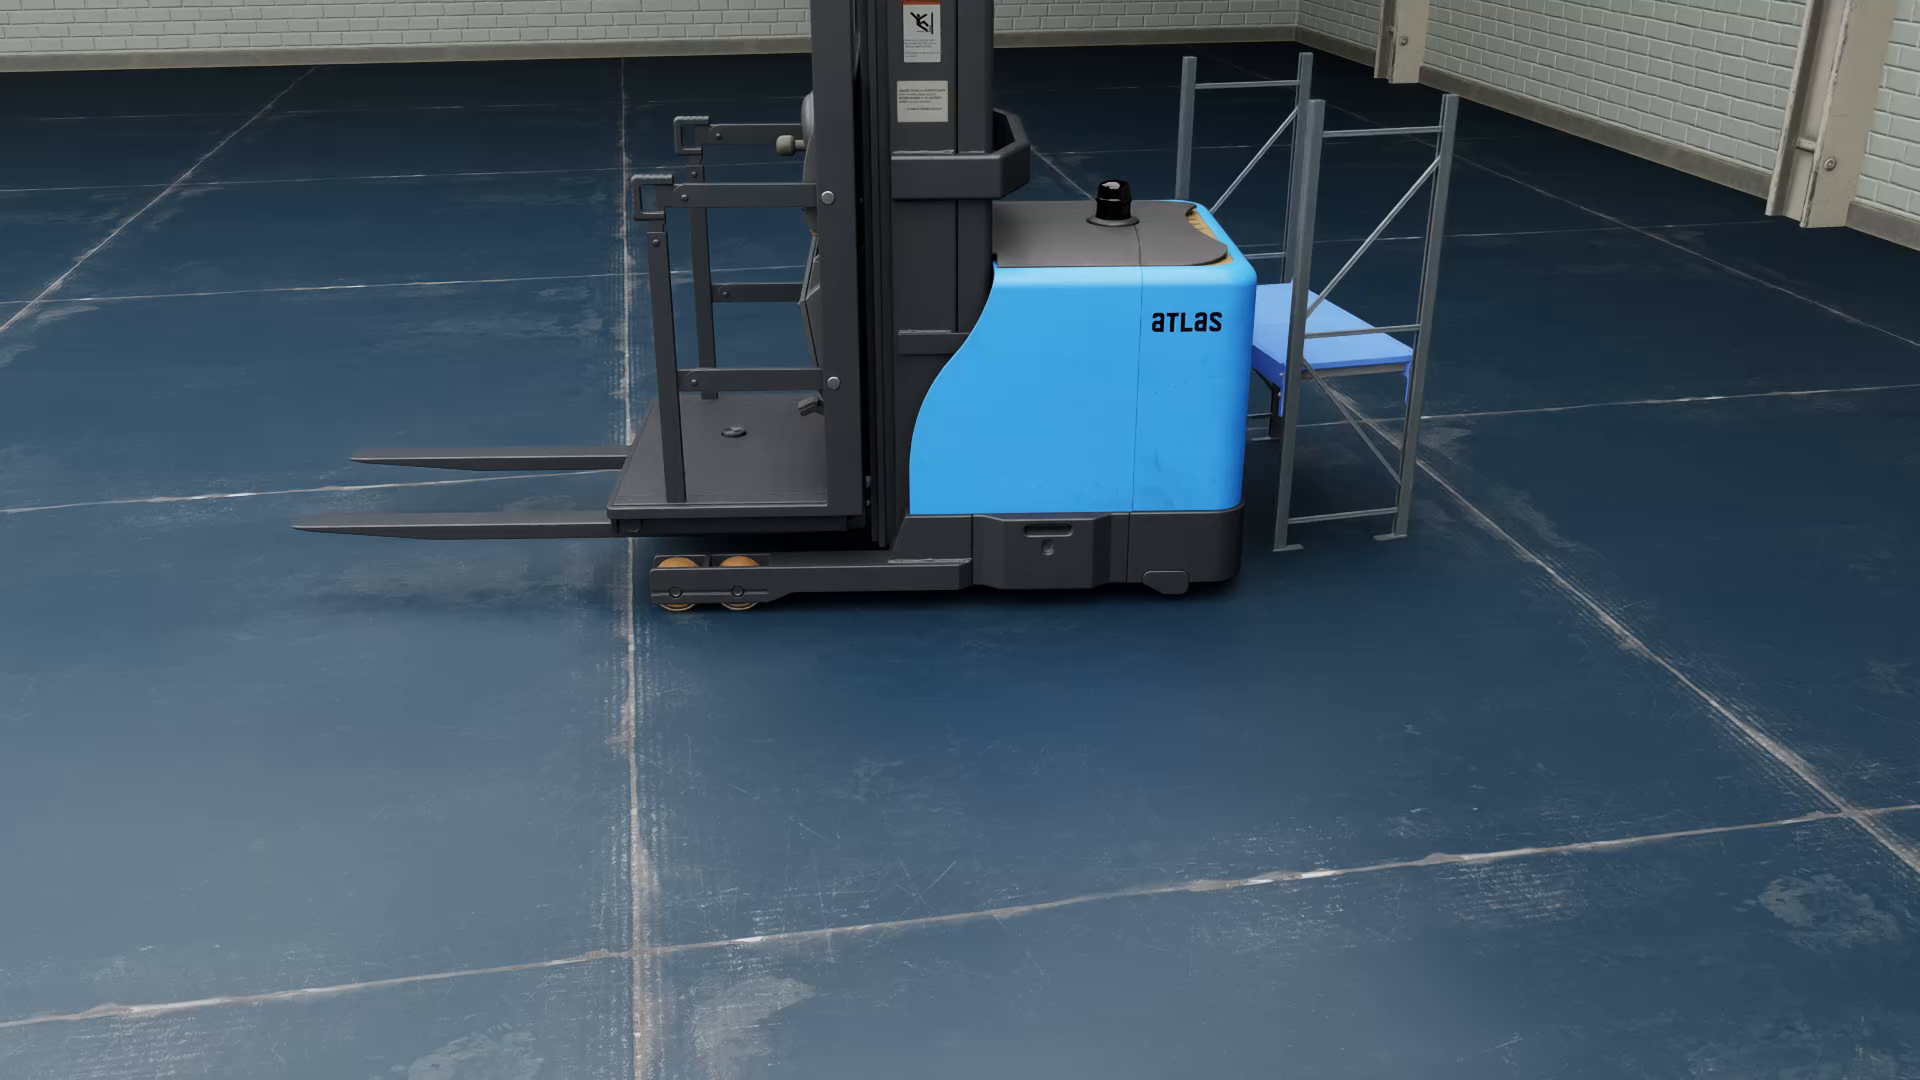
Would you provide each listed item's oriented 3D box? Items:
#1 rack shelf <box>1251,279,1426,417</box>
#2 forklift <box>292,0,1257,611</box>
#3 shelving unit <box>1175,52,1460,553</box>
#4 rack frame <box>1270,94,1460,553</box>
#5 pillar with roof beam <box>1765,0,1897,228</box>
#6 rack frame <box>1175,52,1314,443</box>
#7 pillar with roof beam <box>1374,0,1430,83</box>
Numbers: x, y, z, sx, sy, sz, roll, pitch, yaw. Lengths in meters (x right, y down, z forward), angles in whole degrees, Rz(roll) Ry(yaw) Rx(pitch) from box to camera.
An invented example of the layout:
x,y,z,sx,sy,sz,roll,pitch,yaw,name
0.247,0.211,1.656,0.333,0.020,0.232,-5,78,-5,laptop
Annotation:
x,y,z,sx,sy,sz,roll,pitch,yaw,name
1.174,-0.707,5.942,0.538,0.185,1.000,-6,24,-14,rack shelf
-0.626,-1.335,5.144,3.031,2.935,1.130,-1,24,-2,forklift
1.174,-0.872,5.870,0.538,1.500,1.048,-6,24,-14,shelving unit
1.306,-0.675,5.420,0.500,1.500,0.032,-6,24,-14,rack frame
1.006,-5.787,7.757,9.100,9.000,0.400,-4,24,-10,pillar with roof beam
1.043,-1.068,6.320,0.500,1.500,0.032,-6,24,-14,rack frame
-0.103,-8.147,13.161,9.100,9.000,0.400,-4,24,-10,pillar with roof beam
